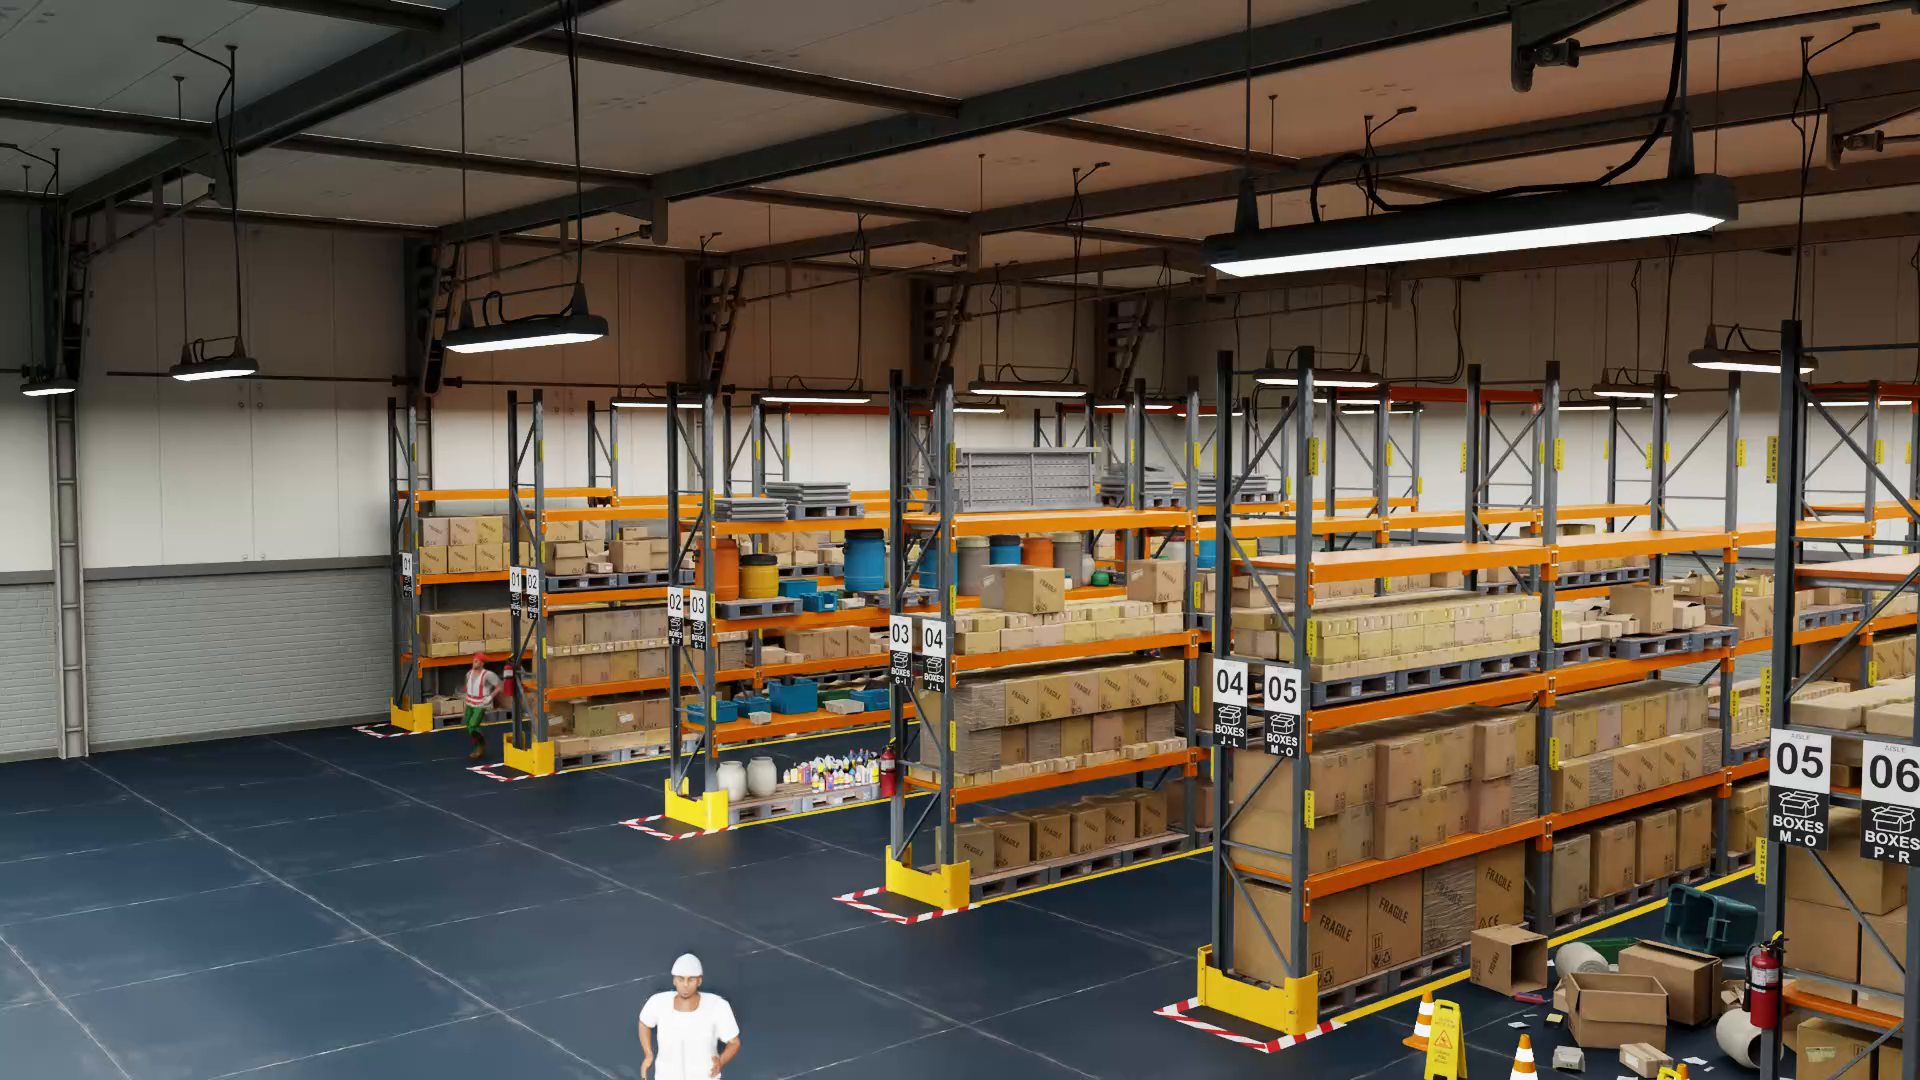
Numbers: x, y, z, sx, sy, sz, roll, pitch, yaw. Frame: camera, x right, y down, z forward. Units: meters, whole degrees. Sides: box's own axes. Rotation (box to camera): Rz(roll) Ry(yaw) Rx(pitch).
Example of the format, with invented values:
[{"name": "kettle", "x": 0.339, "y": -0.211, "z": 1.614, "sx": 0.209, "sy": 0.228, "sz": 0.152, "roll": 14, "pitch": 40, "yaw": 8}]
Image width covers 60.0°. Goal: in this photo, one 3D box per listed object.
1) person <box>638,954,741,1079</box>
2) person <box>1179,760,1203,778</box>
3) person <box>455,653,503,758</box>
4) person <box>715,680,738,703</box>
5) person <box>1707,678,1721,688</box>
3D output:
[{"name": "person", "x": -1.813, "y": 3.632, "z": 11.079, "sx": 0.700, "sy": 1.773, "sz": 0.968, "roll": 0, "pitch": 3, "yaw": -4}, {"name": "person", "x": 3.440, "y": 2.809, "z": 25.213, "sx": 0.647, "sy": 1.754, "sz": 0.659, "roll": 3, "pitch": 4, "yaw": 40}, {"name": "person", "x": -7.878, "y": 2.706, "z": 27.071, "sx": 0.666, "sy": 1.738, "sz": 0.618, "roll": 2, "pitch": 4, "yaw": 30}, {"name": "person", "x": -4.296, "y": 2.563, "z": 30.779, "sx": 0.754, "sy": 1.719, "sz": 0.574, "roll": -3, "pitch": 4, "yaw": -39}, {"name": "person", "x": 11.006, "y": 2.989, "z": 24.235, "sx": 0.672, "sy": 1.550, "sz": 0.707, "roll": -2, "pitch": 4, "yaw": -35}]
